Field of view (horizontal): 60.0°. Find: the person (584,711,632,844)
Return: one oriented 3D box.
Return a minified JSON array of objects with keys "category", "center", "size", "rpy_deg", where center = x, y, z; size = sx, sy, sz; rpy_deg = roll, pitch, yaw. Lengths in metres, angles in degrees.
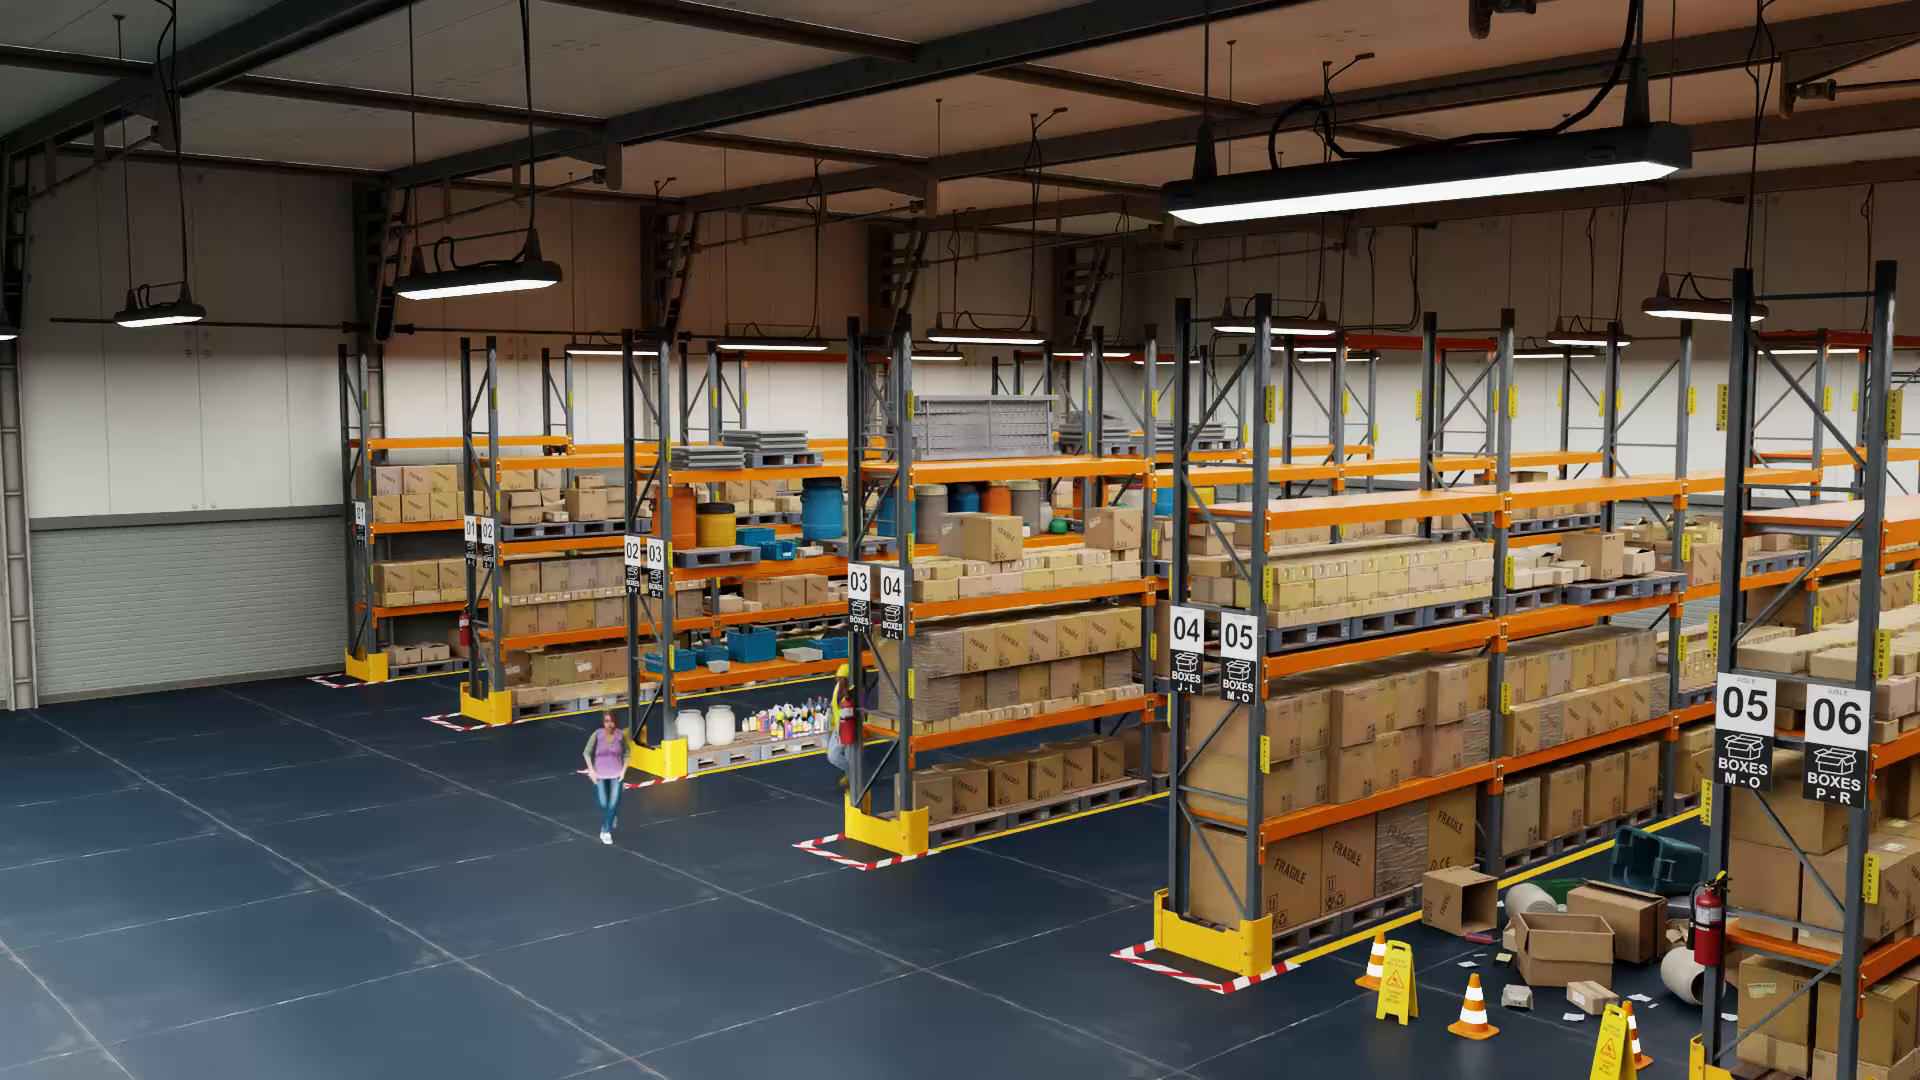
[{"category":"person","center":[-4.043,2.709,19.104],"size":[0.541,1.529,0.518],"rpy_deg":[-1,5,-12]}]

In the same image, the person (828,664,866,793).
[{"category":"person","center":[-1.450,2.406,21.149],"size":[0.722,1.700,0.790],"rpy_deg":[4,7,40]}]
